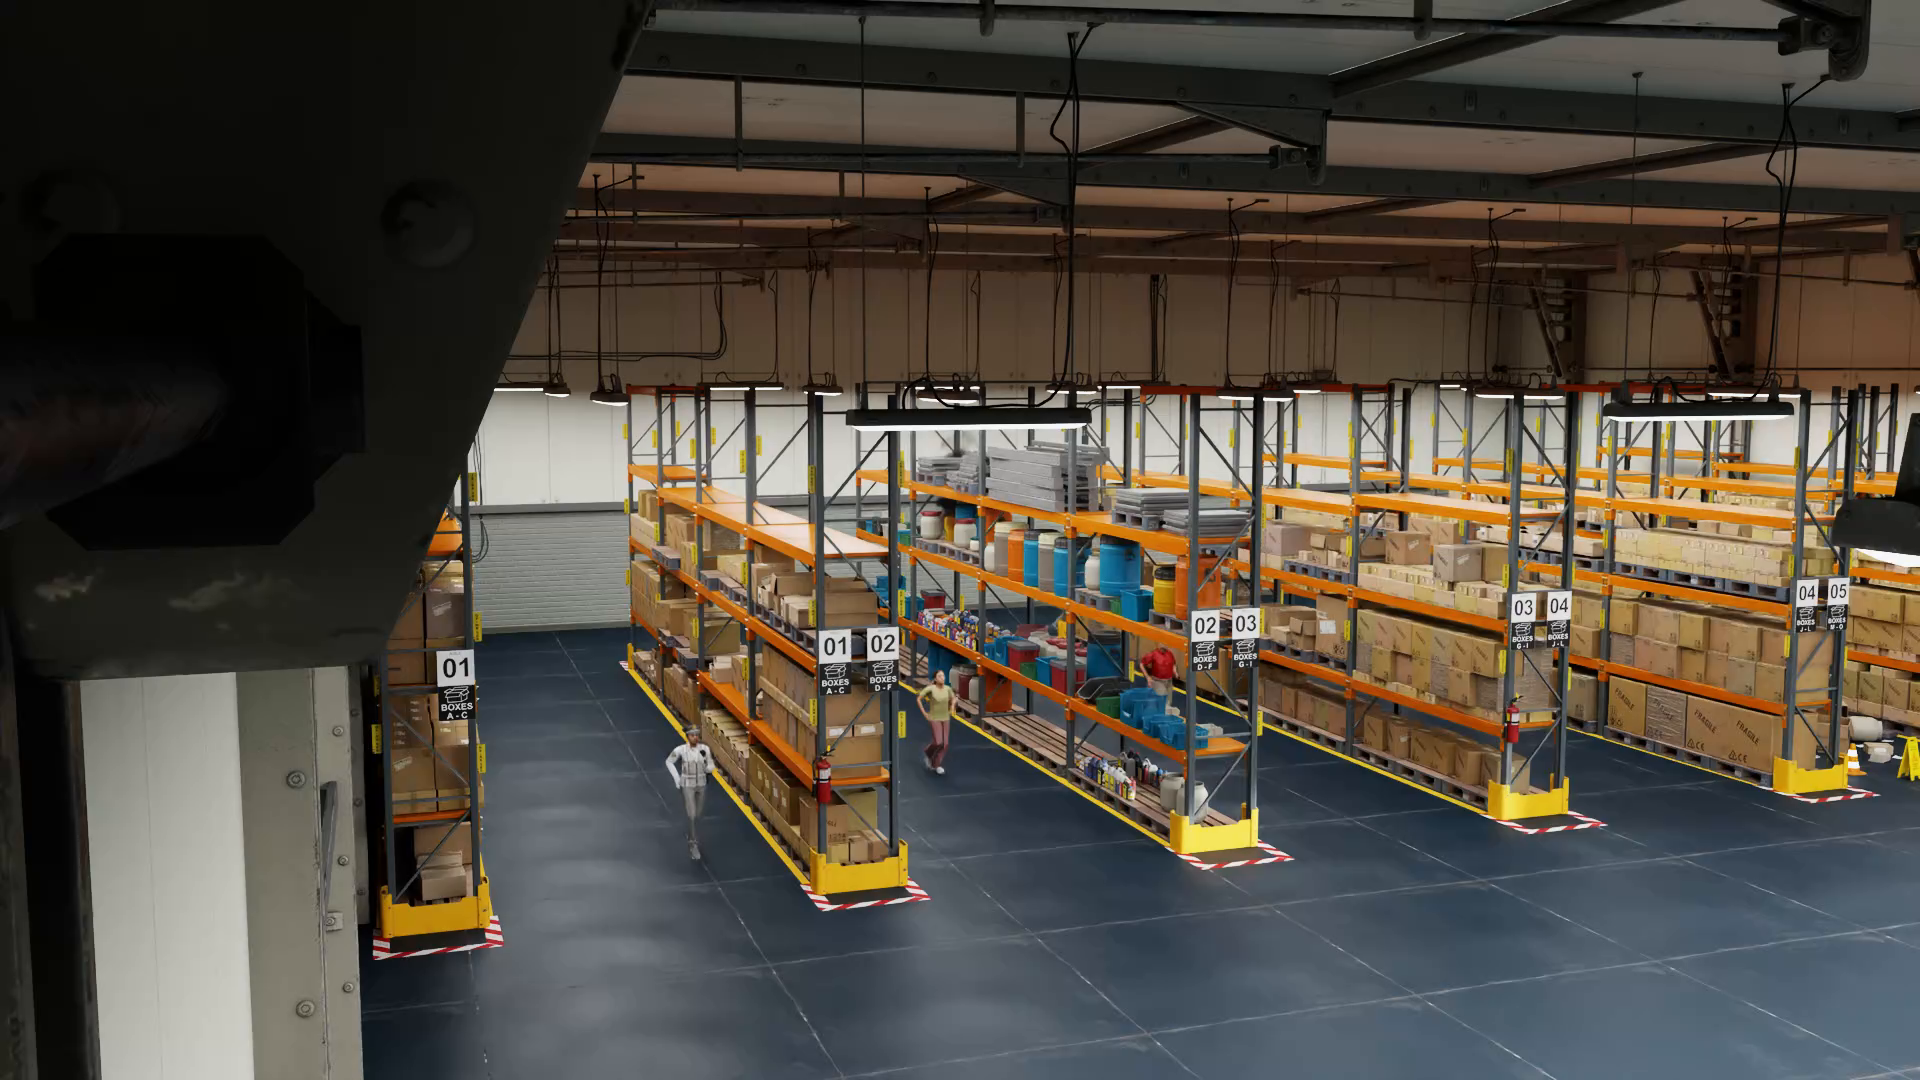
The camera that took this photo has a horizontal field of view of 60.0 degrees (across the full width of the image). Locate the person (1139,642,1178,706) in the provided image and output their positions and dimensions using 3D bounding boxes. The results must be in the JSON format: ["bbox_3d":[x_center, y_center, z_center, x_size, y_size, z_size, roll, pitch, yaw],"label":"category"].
[{"bbox_3d":[3.530,2.512,28.826,0.651,1.684,0.597,-4,7,-34],"label":"person"}]

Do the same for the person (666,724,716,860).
[{"bbox_3d":[-3.480,3.250,21.698,0.597,1.747,0.700,-3,7,-29],"label":"person"}]

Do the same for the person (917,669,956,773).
[{"bbox_3d":[-0.319,2.834,25.998,0.624,1.637,0.514,-3,7,-26],"label":"person"}]

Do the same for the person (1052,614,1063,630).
[{"bbox_3d":[2.641,1.410,39.606,0.887,1.718,0.606,0,6,-3],"label":"person"}]
